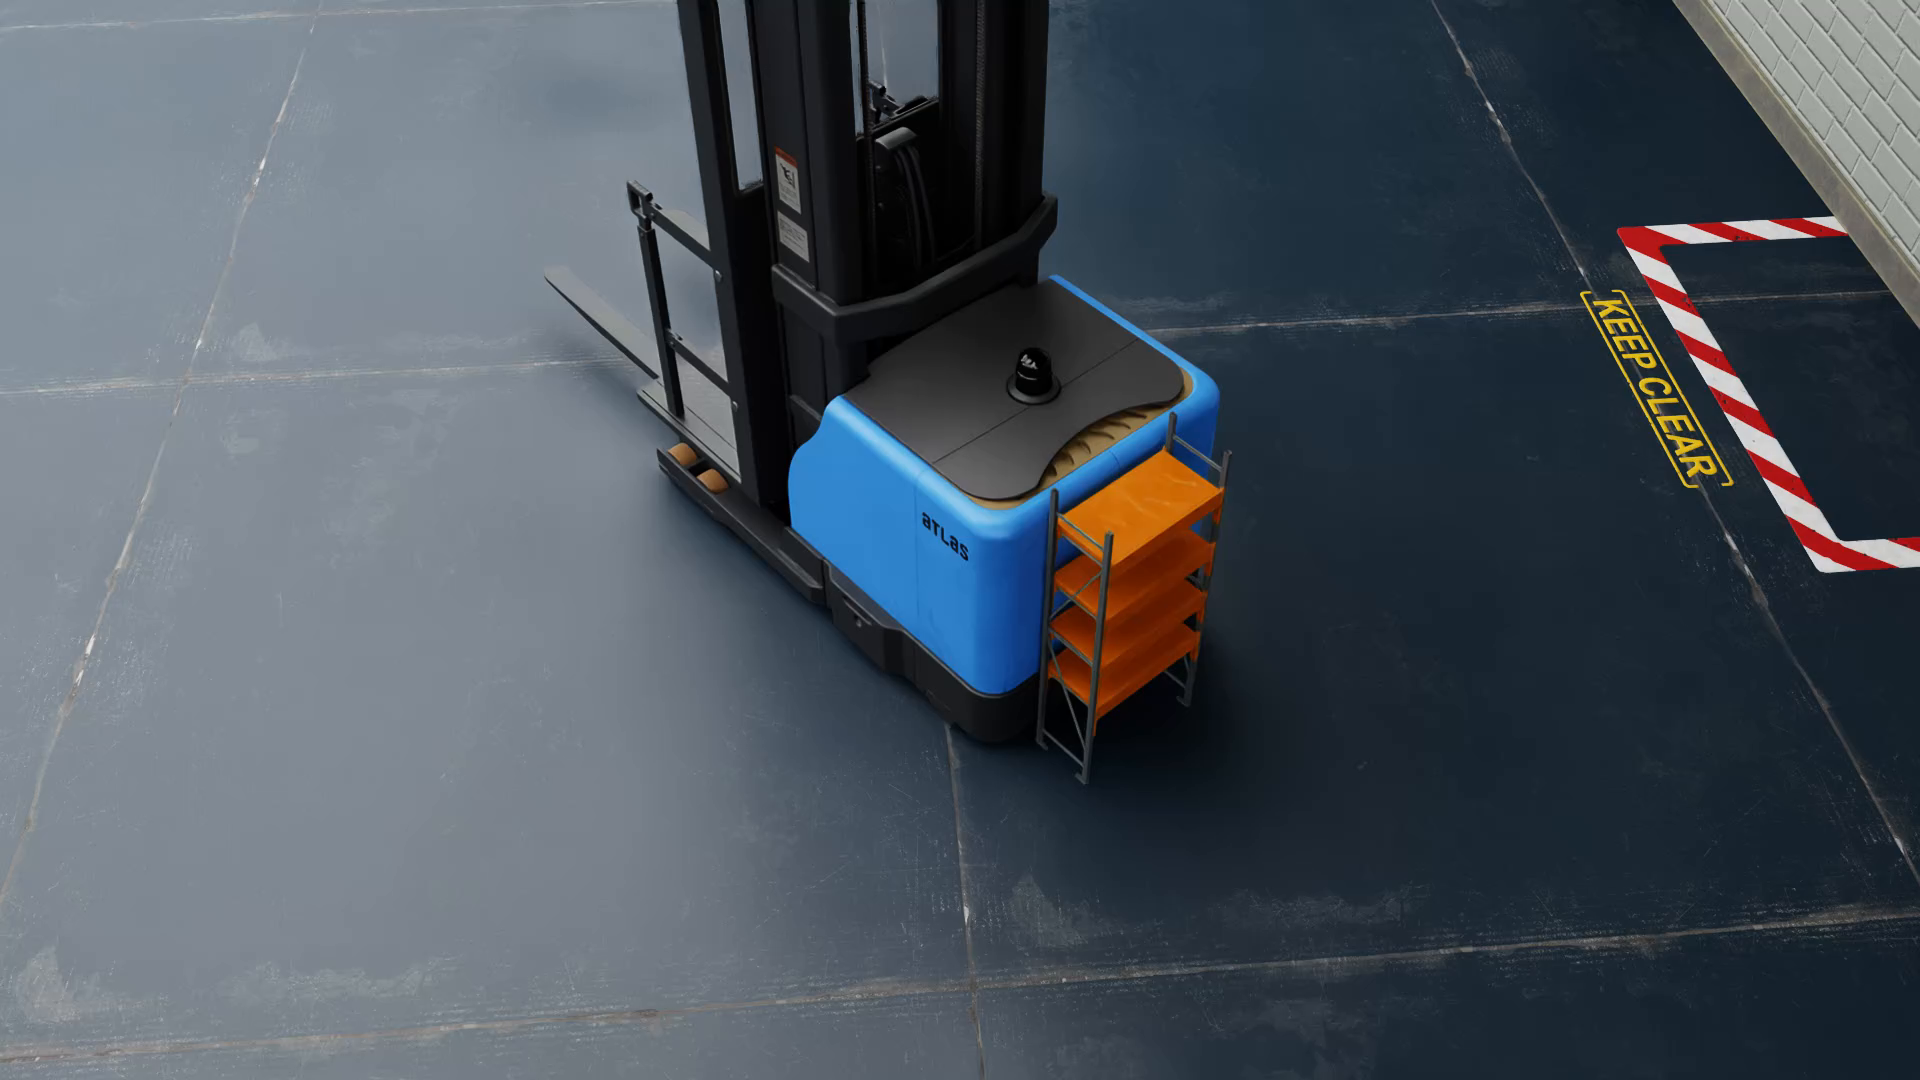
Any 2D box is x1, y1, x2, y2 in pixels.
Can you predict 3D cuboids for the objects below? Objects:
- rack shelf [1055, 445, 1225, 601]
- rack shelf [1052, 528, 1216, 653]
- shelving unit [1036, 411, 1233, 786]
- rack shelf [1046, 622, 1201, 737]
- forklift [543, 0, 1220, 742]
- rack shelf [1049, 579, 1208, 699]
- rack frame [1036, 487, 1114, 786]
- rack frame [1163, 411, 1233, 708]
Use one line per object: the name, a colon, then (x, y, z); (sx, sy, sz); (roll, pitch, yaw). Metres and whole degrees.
rack shelf: (0.525, -0.056, 4.935); (0.480, 0.148, 0.258); (-33, 55, -27)
rack shelf: (0.525, 0.106, 5.107); (0.480, 0.148, 0.258); (-33, 55, -27)
shelving unit: (0.524, 0.213, 5.221); (0.503, 1.200, 0.258); (-33, 55, -27)
rack shelf: (0.524, 0.395, 5.415); (0.480, 0.148, 0.258); (-33, 55, -27)
forklift: (-0.511, -1.330, 5.491); (1.130, 2.935, 3.031); (-33, 55, -27)
rack shelf: (0.524, 0.259, 5.270); (0.480, 0.148, 0.258); (-33, 55, -27)
rack frame: (0.341, 0.330, 5.110); (0.015, 1.200, 0.240); (-33, 55, -27)
rack frame: (0.707, 0.096, 5.332); (0.015, 1.200, 0.240); (-33, 55, -27)
